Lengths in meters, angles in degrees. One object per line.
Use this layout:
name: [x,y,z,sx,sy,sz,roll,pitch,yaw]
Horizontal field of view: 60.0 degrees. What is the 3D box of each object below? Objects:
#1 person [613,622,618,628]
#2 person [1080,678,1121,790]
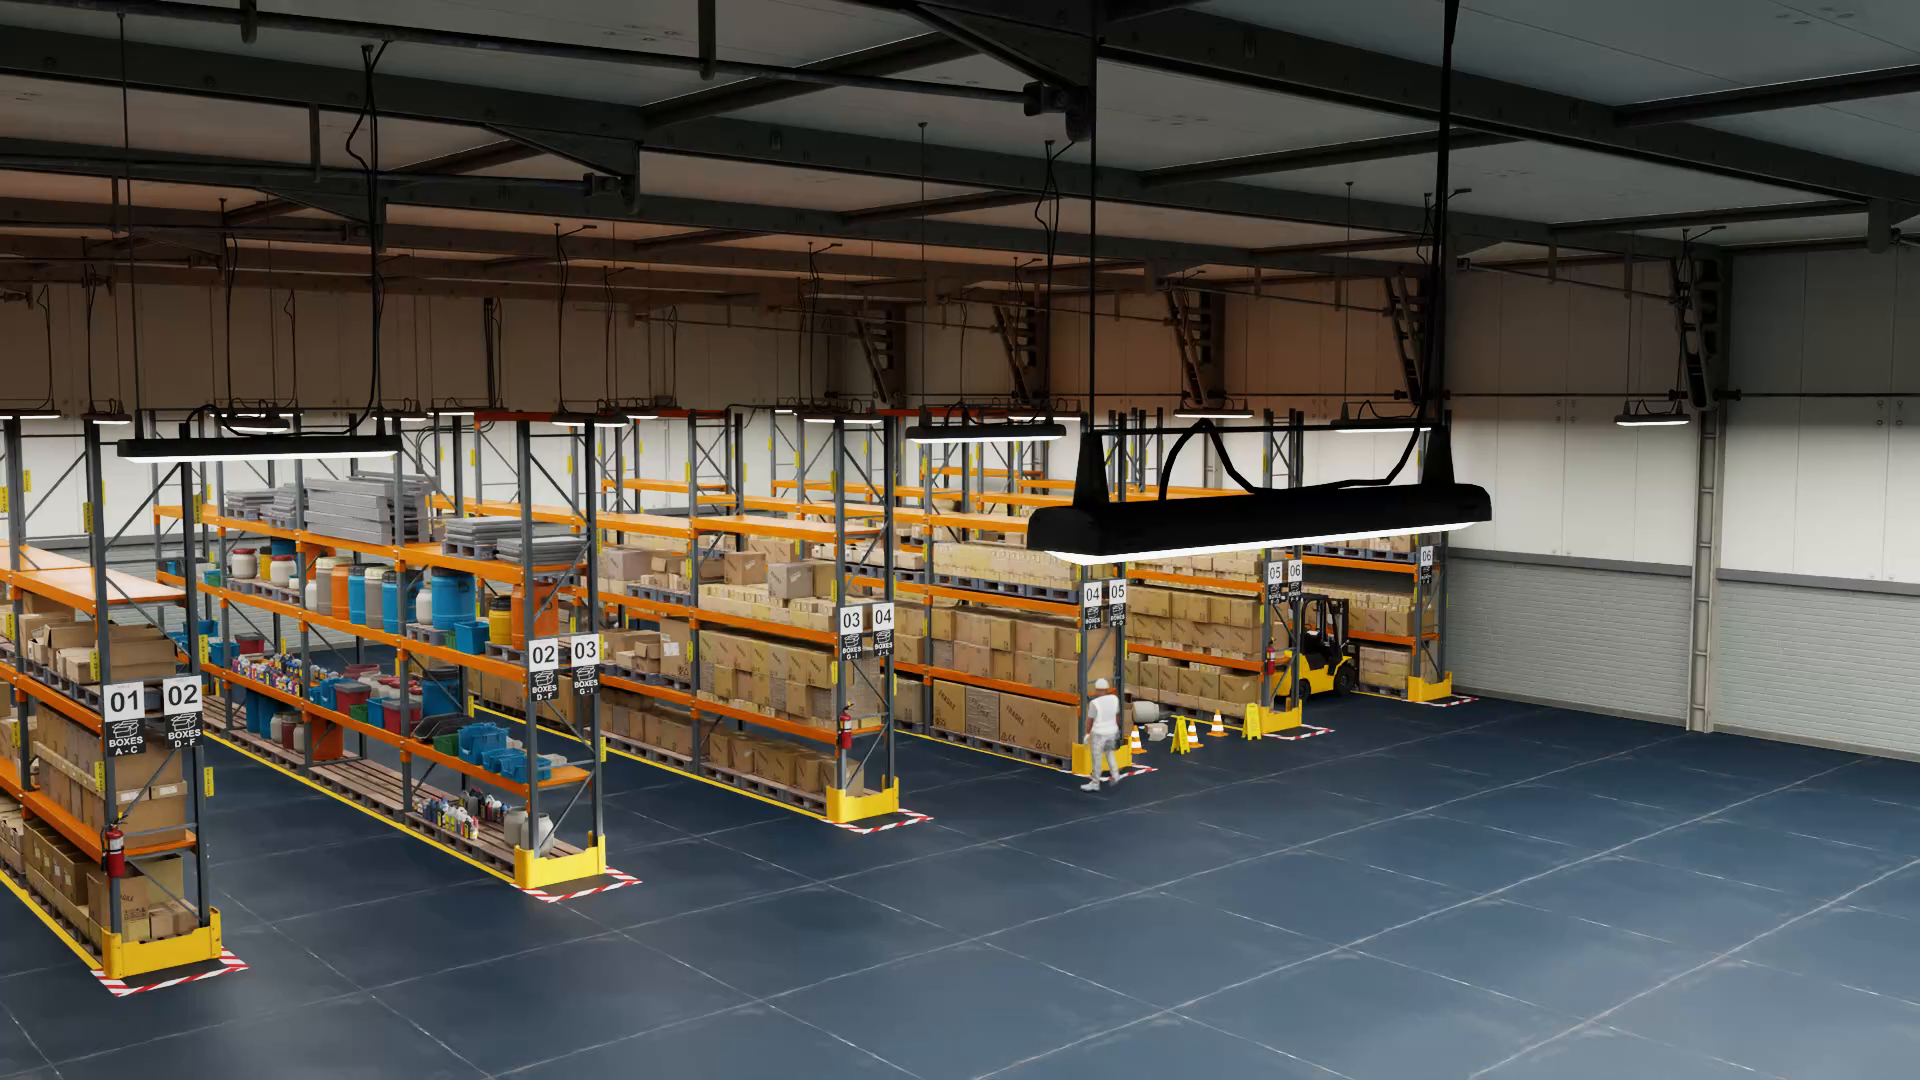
person: [-6.724,2.521,33.611,0.511,1.790,0.597,0,5,1]
person: [2.306,3.096,26.578,0.658,1.786,0.425,-4,6,-35]
